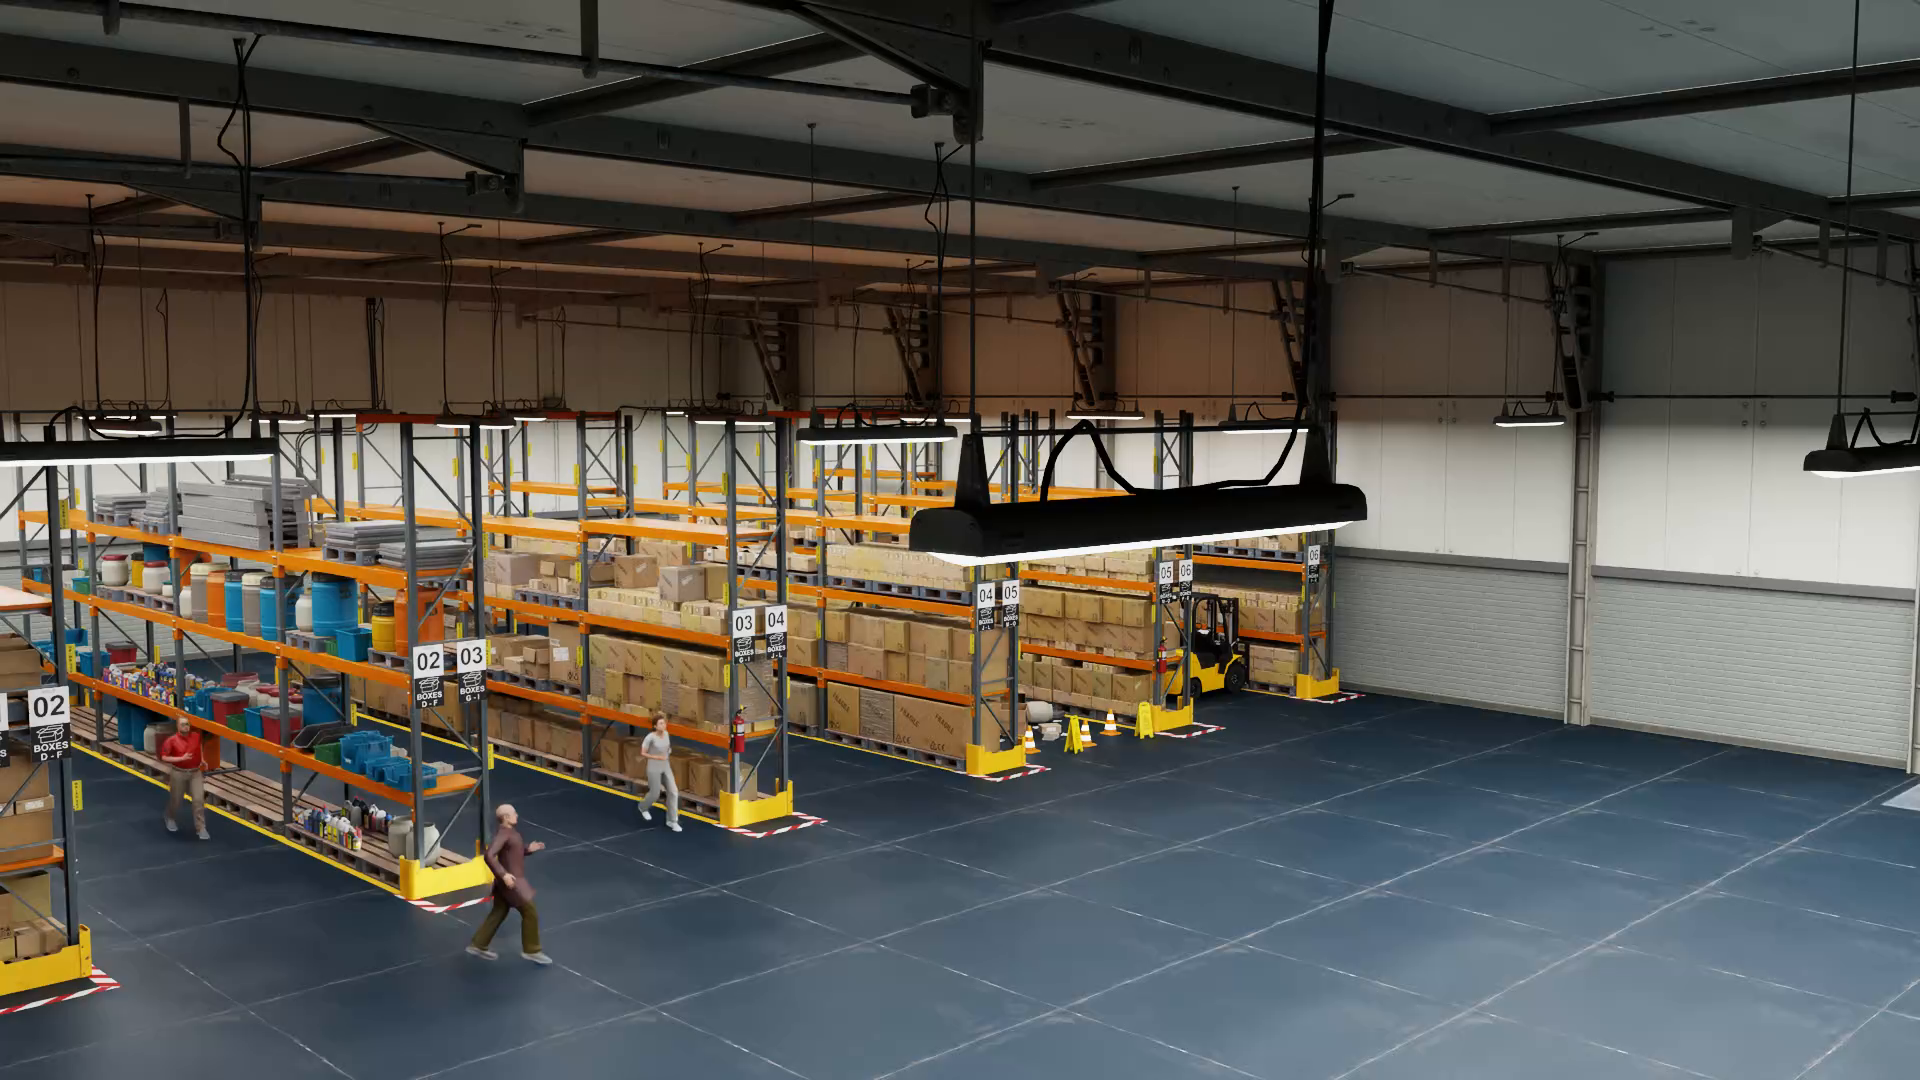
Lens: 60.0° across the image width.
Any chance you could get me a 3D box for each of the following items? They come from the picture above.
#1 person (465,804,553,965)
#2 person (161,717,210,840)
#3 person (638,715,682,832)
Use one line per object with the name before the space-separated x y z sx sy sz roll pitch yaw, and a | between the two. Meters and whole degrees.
person | -5.013 3.830 18.425 0.926 1.831 0.679 -2 5 -24
person | -11.091 3.381 23.823 0.987 1.714 0.663 5 7 42
person | -4.428 3.388 24.358 0.931 1.675 0.601 5 7 44
